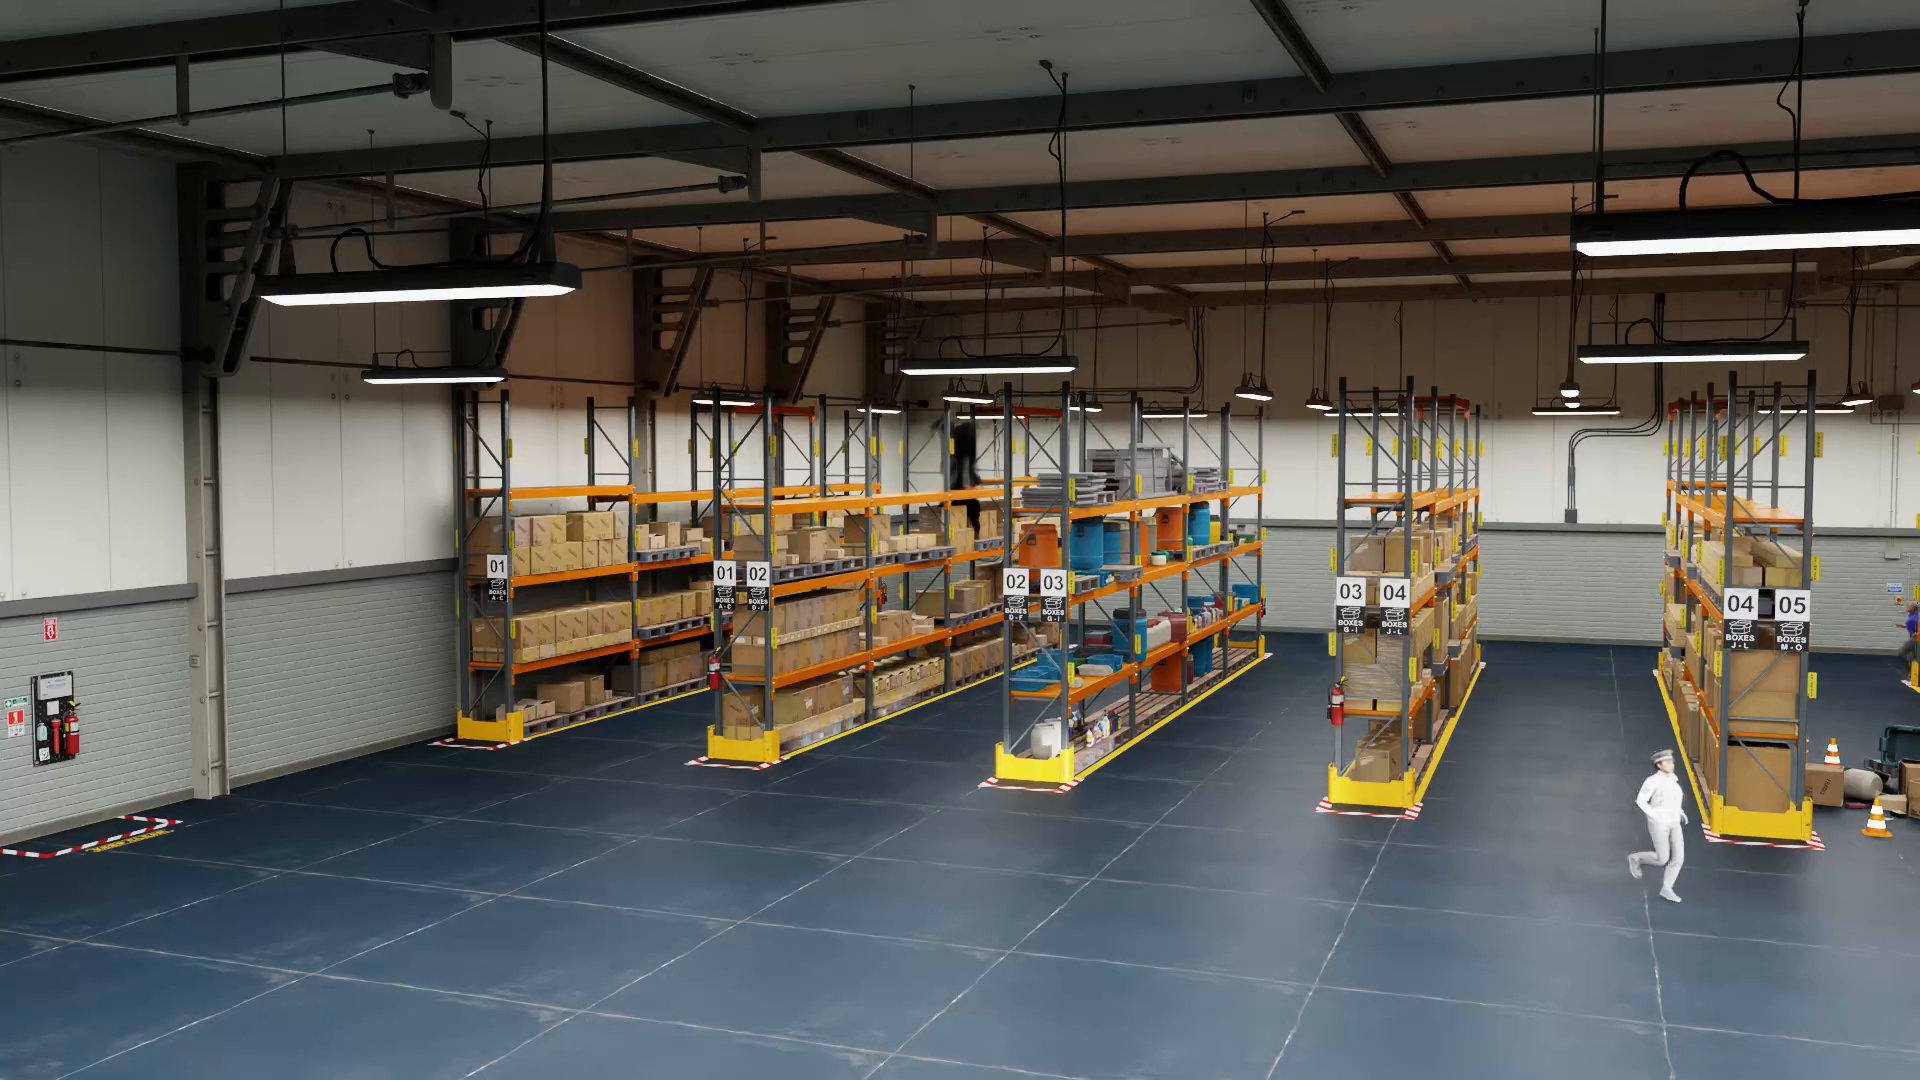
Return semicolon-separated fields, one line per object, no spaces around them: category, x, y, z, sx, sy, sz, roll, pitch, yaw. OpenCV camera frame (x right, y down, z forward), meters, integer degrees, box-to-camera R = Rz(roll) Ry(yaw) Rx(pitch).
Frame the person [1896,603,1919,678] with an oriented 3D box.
person;20.747;2.206;36.188;0.703;1.691;0.579;2;4;31

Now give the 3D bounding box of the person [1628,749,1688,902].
person;7.850;3.160;18.618;0.633;1.671;0.692;-1;3;-23
